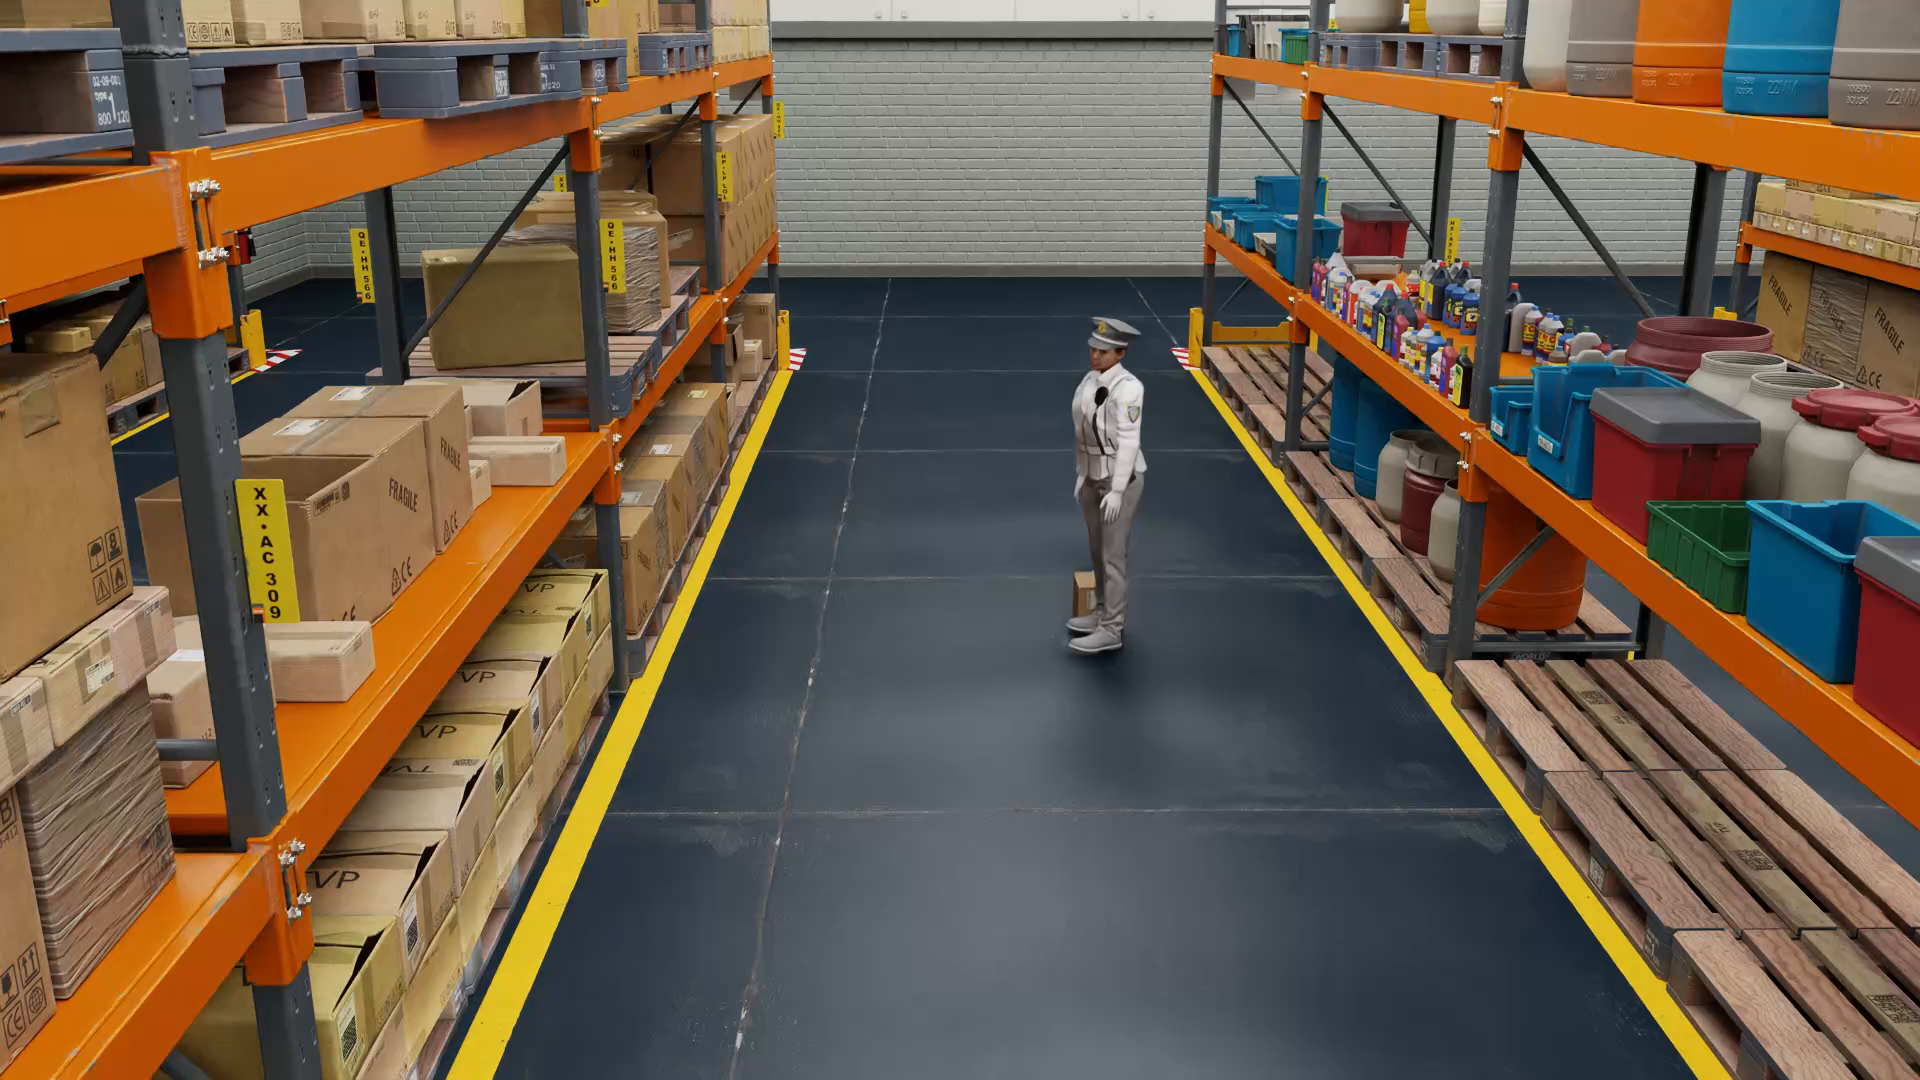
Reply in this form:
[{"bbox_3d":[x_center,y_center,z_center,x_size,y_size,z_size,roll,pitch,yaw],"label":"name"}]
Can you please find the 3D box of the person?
[{"bbox_3d":[0.694,-0.276,8.321,0.432,1.686,0.533,-7,19,-23],"label":"person"}]
